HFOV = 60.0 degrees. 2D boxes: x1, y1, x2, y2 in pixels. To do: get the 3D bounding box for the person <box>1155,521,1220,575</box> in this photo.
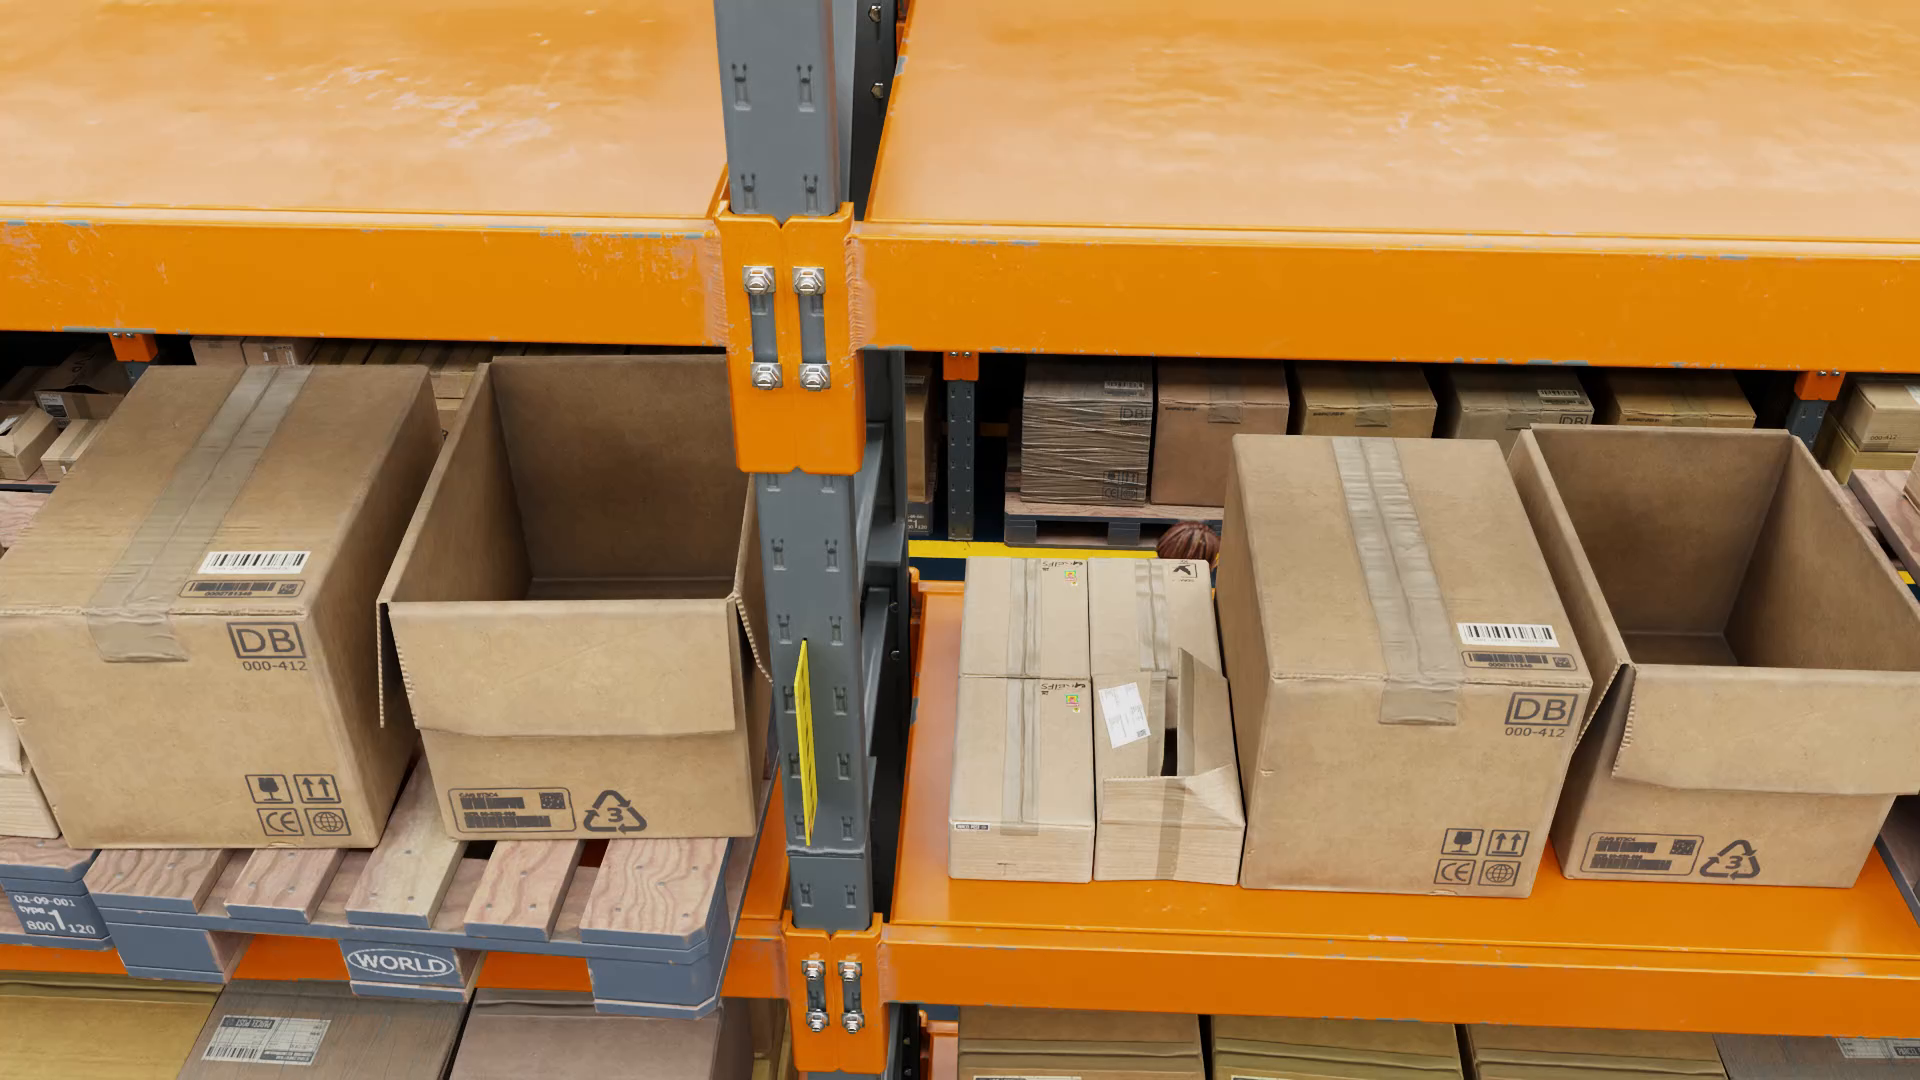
[{"bbox_3d":[0.754,0.598,6.305,0.343,1.593,0.461,2,36,2],"label":"person"}]
